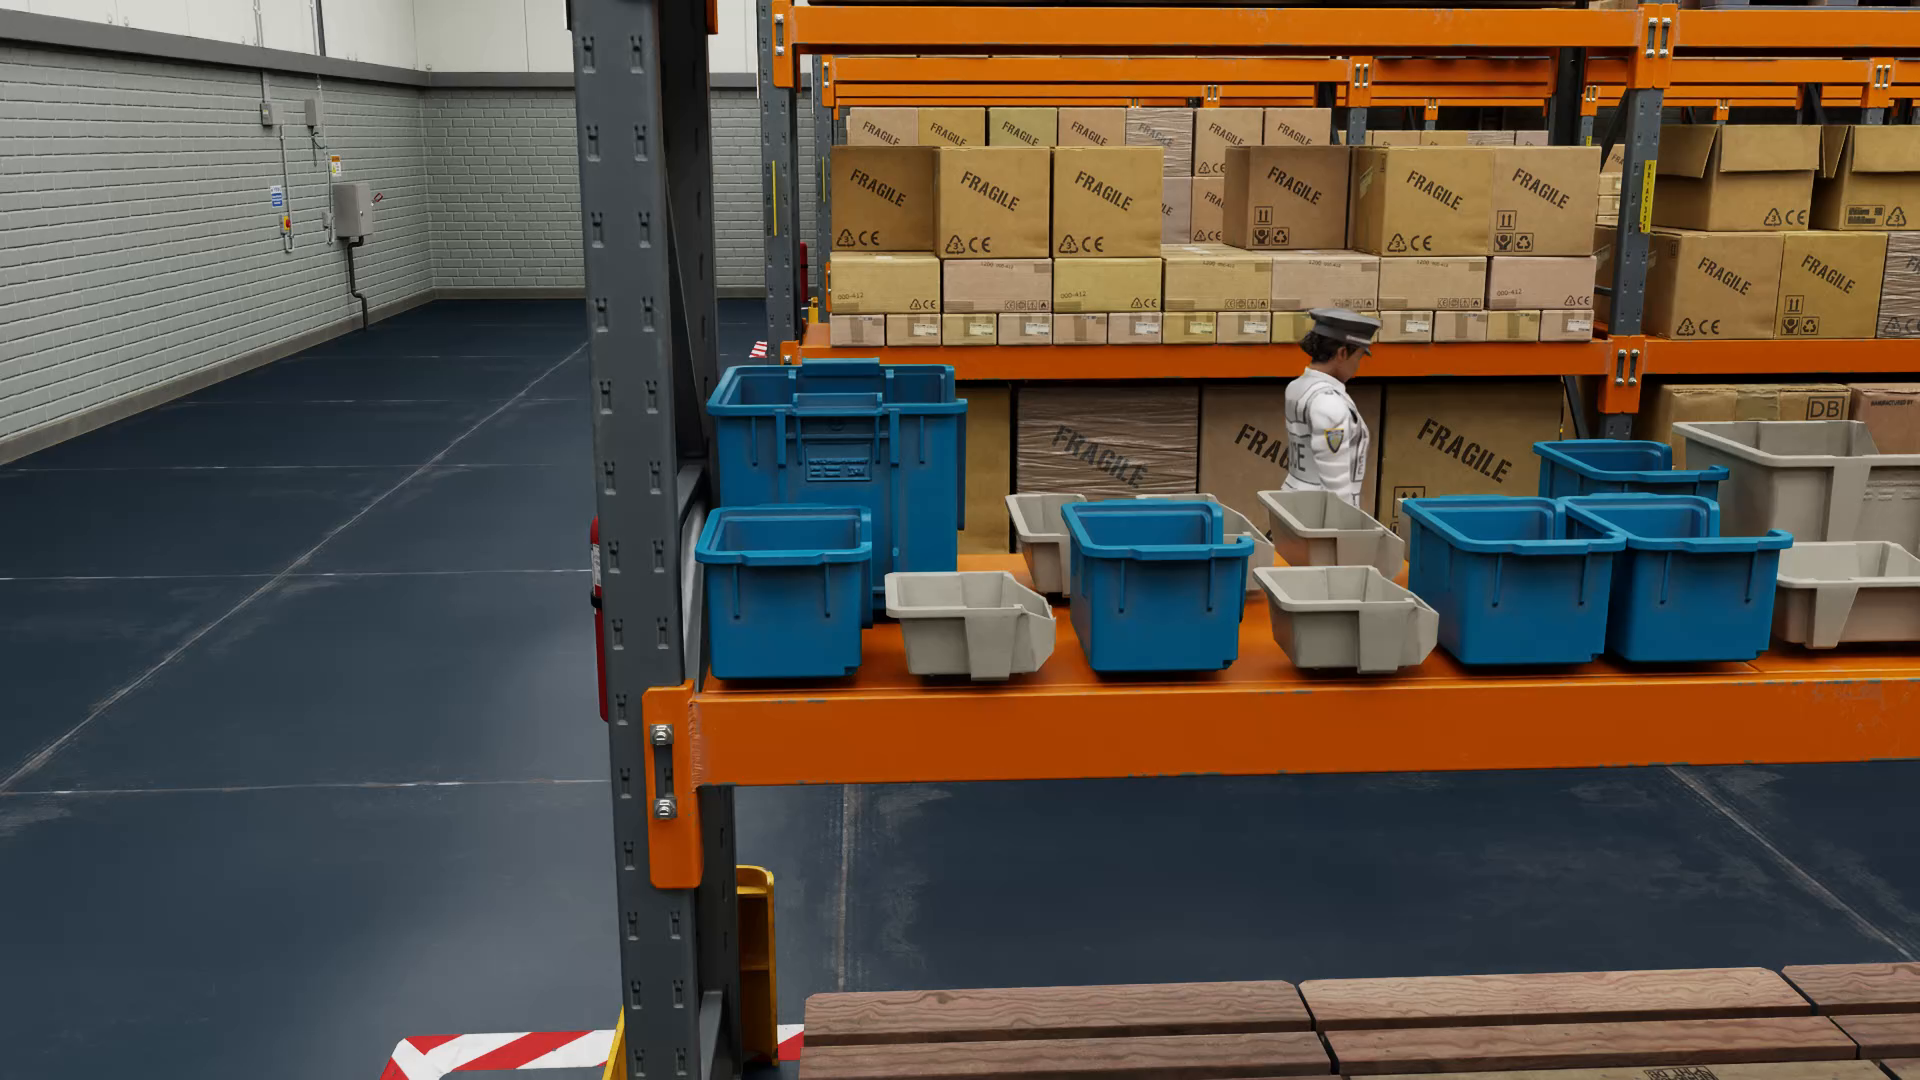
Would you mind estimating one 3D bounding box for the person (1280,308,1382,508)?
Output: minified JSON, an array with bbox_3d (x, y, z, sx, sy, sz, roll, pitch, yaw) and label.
[{"bbox_3d":[1.319,-0.009,6.086,0.338,1.647,0.476,-1,14,-2],"label":"person"}]
